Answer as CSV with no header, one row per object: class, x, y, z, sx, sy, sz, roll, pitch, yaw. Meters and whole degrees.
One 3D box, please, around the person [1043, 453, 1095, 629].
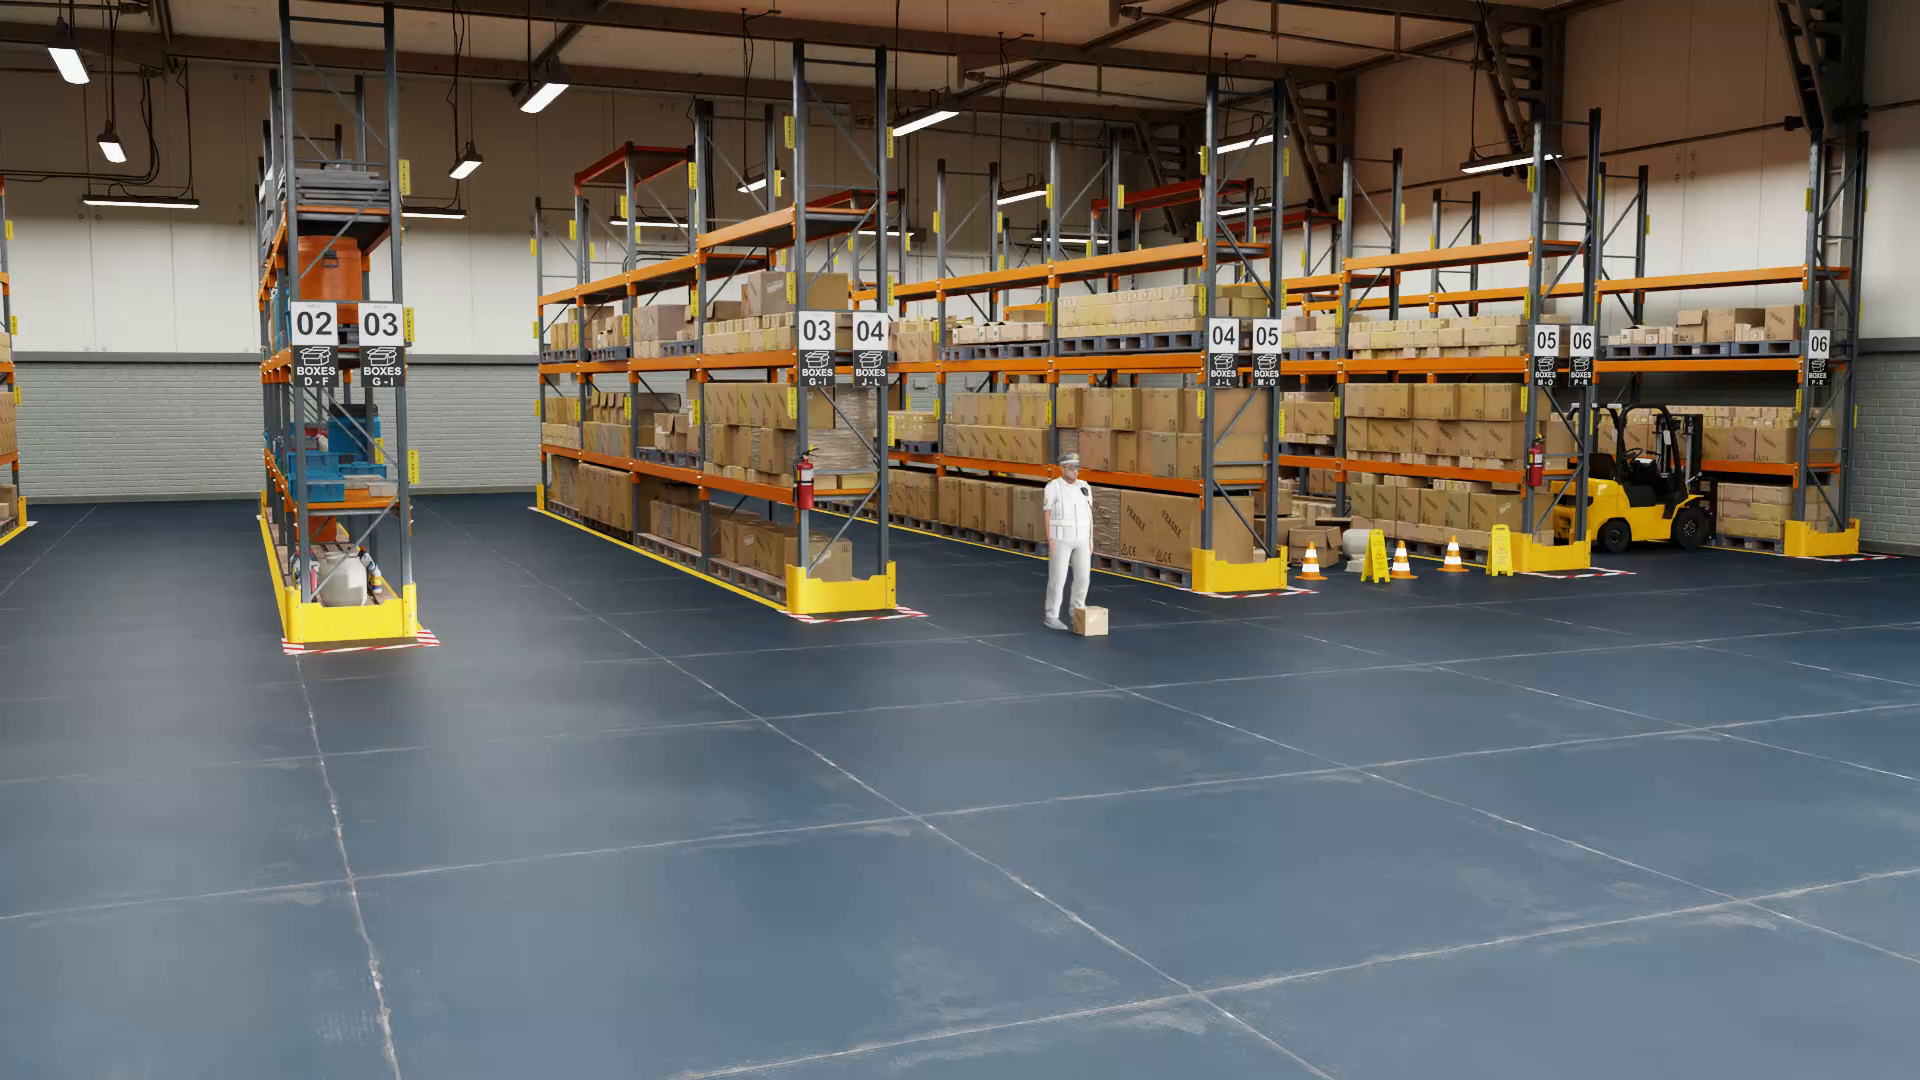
person,1.107,0.006,16.696,0.527,1.767,0.393,-2,6,-22
